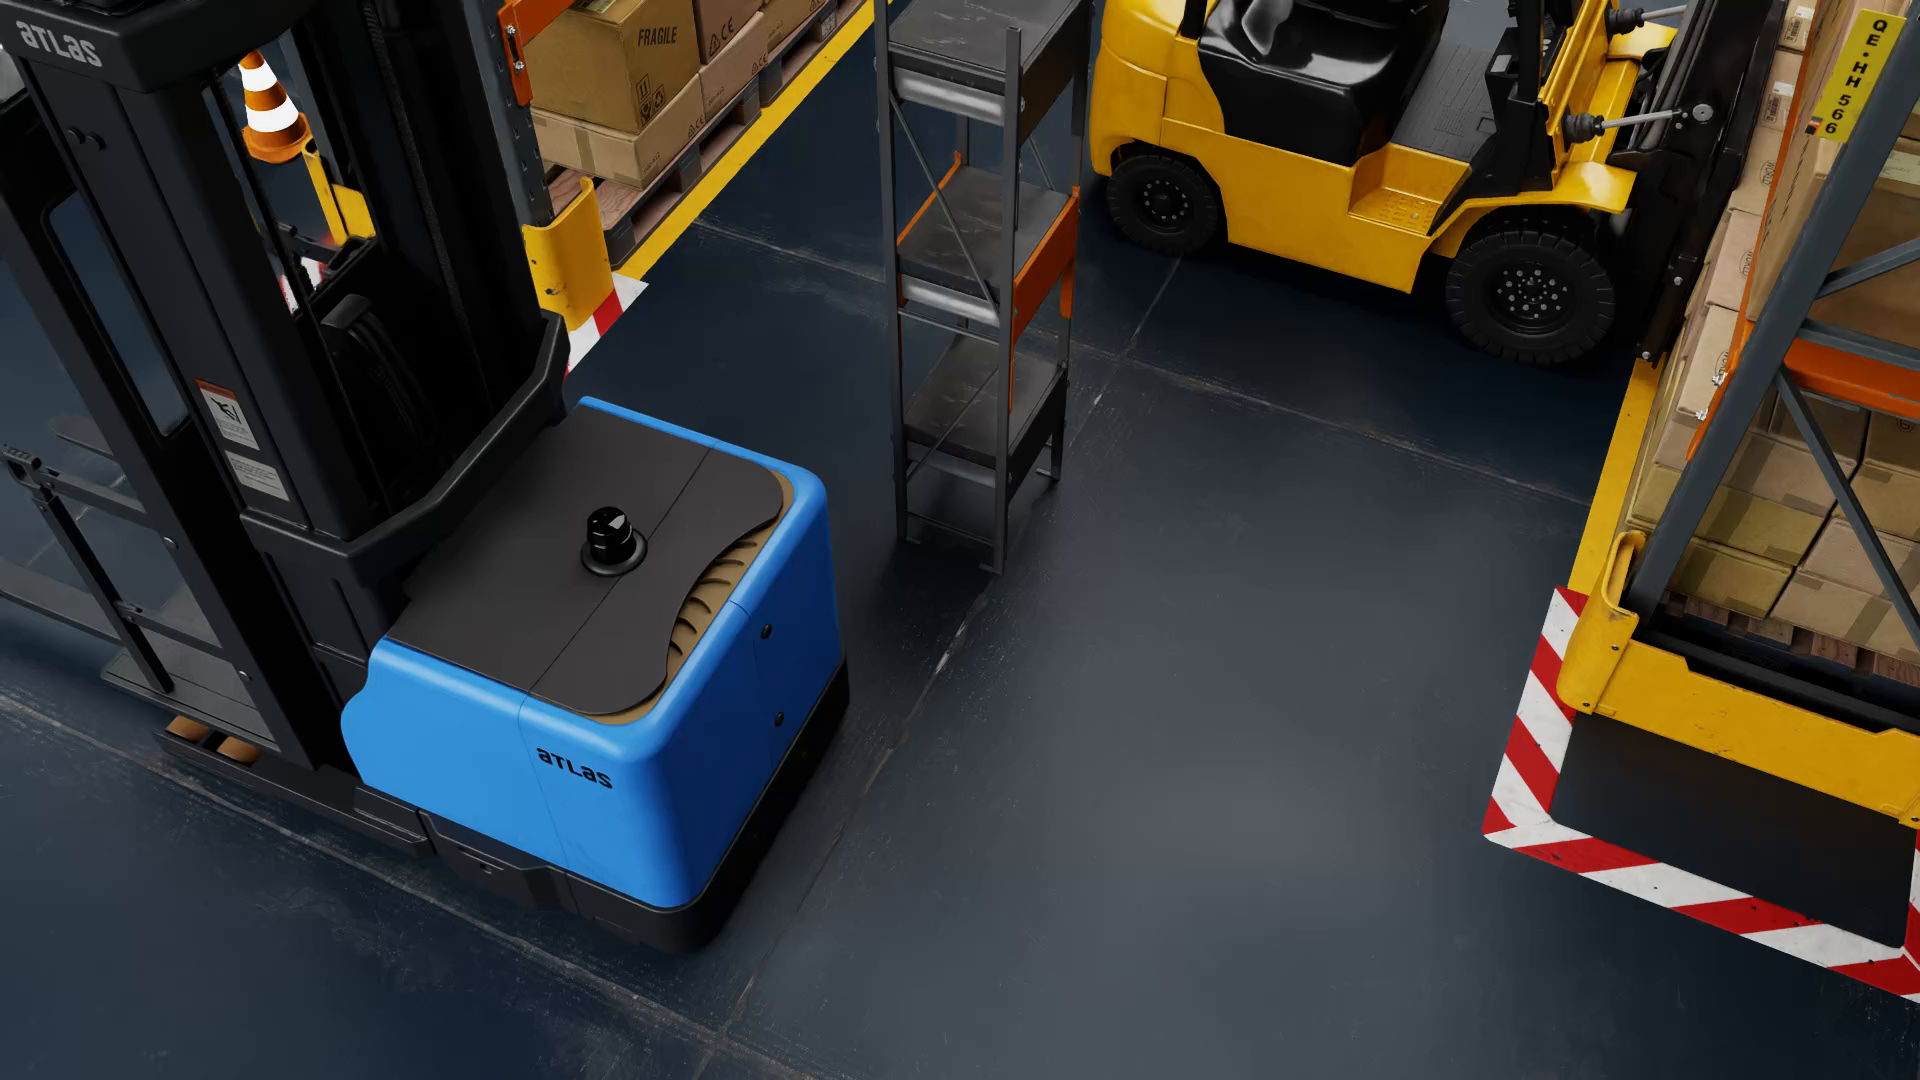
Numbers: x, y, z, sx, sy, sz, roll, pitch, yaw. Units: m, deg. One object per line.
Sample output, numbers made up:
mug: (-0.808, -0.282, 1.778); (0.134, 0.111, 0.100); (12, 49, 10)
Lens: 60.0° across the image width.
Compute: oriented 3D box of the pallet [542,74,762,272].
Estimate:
pallet: (-1.574, -1.712, 7.069); (1.003, 0.211, 1.213); (20, 52, 16)

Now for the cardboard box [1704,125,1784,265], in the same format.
cardboard box: (2.838, -1.095, 5.586); (0.500, 0.250, 0.500); (20, 53, 17)

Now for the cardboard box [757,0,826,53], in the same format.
cardboard box: (-0.944, -2.455, 7.399); (0.500, 0.250, 0.500); (23, 53, 18)

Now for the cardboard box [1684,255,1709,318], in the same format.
cardboard box: (2.855, -0.952, 5.792); (0.500, 0.250, 0.500); (19, 52, 15)

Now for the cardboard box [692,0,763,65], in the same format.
cardboard box: (-1.162, -2.347, 6.815); (0.500, 0.500, 0.500); (18, 52, 15)

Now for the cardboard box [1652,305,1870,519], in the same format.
cardboard box: (2.419, -0.391, 4.986); (0.500, 0.250, 0.500); (21, 53, 17)

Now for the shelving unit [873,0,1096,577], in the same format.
shelving unit: (0.071, -0.794, 5.047); (0.431, 2.100, 0.503); (20, 52, 16)

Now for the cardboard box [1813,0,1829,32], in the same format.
cardboard box: (3.130, -1.917, 5.346); (0.500, 0.500, 0.500); (20, 53, 16)

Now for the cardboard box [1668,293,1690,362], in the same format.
cardboard box: (2.862, -0.756, 5.953); (0.500, 0.250, 0.500); (20, 53, 16)

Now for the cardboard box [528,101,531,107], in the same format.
cardboard box: (-1.873, -1.922, 6.945); (0.500, 0.250, 0.500); (20, 52, 16)

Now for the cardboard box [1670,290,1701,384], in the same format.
cardboard box: (2.653, -0.589, 5.483); (0.500, 0.250, 0.500); (19, 52, 16)

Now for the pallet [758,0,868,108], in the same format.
pallet: (-1.052, -2.550, 7.781); (1.003, 0.211, 1.213); (20, 52, 16)

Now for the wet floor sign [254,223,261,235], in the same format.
wet floor sign: (-3.034, -1.470, 6.577); (0.232, 0.644, 0.267); (-37, 59, -27)

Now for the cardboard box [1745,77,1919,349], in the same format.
cardboard box: (2.477, -0.860, 4.447); (0.500, 0.500, 0.500); (19, 52, 15)

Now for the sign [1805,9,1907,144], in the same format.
sign: (2.019, -1.042, 3.751); (0.100, 0.325, 0.005); (20, 52, 16)

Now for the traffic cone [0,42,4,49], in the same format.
traffic cone: (-4.117, -2.037, 7.179); (0.336, 0.463, 0.334); (20, 52, 16)

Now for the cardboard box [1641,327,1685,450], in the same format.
cardboard box: (2.640, -0.414, 5.663); (0.500, 0.250, 0.500); (20, 52, 16)

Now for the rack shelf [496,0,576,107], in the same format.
rack shelf: (-1.131, -3.160, 6.942); (1.077, 0.370, 4.000); (20, 52, 16)

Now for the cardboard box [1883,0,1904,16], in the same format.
cardboard box: (2.631, -1.427, 4.307); (0.380, 0.149, 0.250); (21, 53, 17)

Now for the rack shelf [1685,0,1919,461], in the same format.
rack shelf: (3.358, -1.547, 5.570); (1.077, 0.370, 4.000); (20, 52, 16)

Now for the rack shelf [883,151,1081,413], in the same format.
rack shelf: (0.071, -0.786, 5.058); (0.431, 0.518, 0.480); (20, 52, 16)

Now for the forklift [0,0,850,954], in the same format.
forklift: (-1.909, -0.548, 4.292); (3.031, 2.935, 1.130); (19, 52, 15)

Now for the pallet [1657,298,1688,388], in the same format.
pallet: (3.315, -0.877, 6.358); (1.003, 0.211, 1.213); (20, 52, 16)

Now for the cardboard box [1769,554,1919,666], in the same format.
cardboard box: (2.890, 0.077, 5.245); (0.500, 0.250, 0.500); (20, 52, 16)

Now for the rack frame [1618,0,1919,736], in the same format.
rack frame: (2.504, -0.403, 4.124); (1.000, 3.000, 0.127); (20, 52, 16)

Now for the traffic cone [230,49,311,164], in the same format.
traffic cone: (-2.968, -1.910, 7.071); (0.336, 0.463, 0.334); (20, 52, 16)

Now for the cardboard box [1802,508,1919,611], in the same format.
cardboard box: (2.893, -0.067, 5.039); (0.500, 0.250, 0.500); (21, 53, 17)

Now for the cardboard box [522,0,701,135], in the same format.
cardboard box: (-1.381, -1.986, 6.508); (0.500, 0.500, 0.500); (18, 52, 15)

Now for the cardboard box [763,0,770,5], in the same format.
cardboard box: (-0.940, -2.690, 7.107); (0.500, 0.500, 0.500); (21, 53, 17)

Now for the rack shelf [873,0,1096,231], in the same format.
rack shelf: (0.071, -1.239, 4.525); (0.431, 0.518, 0.480); (20, 52, 16)

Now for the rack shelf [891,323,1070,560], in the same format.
rack shelf: (0.071, -0.332, 5.591); (0.431, 0.518, 0.480); (20, 52, 16)

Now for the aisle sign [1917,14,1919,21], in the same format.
aisle sign: (2.210, -1.296, 3.176); (0.394, 0.787, 0.004); (20, 52, 16)

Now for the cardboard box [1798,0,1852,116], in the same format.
cardboard box: (2.925, -1.567, 5.048); (0.500, 0.500, 0.500); (19, 52, 15)

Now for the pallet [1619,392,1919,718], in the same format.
pallet: (2.793, -0.040, 5.645); (1.003, 0.211, 1.213); (20, 52, 16)

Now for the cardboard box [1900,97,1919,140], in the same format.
cardboard box: (2.466, -1.058, 3.994); (0.380, 0.149, 0.250); (20, 52, 16)

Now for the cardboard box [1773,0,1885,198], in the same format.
cardboard box: (2.707, -1.214, 4.748); (0.500, 0.500, 0.500); (21, 53, 17)

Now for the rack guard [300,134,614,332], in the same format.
rack guard: (-1.953, -1.258, 6.492); (1.175, 0.500, 0.348); (20, 52, 16)

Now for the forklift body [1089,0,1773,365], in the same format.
forklift body: (1.664, -2.028, 6.063); (2.313, 2.155, 1.214); (20, 52, 16)

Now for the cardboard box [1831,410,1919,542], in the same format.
cardboard box: (2.880, -0.242, 4.859); (0.500, 0.250, 0.500); (19, 52, 16)

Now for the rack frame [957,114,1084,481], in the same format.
rack frame: (0.175, -0.962, 5.190); (0.400, 2.100, 0.015); (20, 52, 16)

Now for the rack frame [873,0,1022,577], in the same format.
rack frame: (-0.034, -0.626, 4.904); (0.400, 2.100, 0.015); (20, 52, 16)

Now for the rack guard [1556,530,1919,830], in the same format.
rack guard: (2.494, 0.423, 5.062); (1.175, 0.500, 0.348); (20, 52, 16)

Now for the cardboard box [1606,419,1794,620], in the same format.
cardboard box: (2.419, -0.075, 5.374); (0.500, 0.250, 0.500); (20, 53, 16)

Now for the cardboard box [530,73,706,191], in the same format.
cardboard box: (-1.391, -1.726, 6.779); (0.500, 0.250, 0.500); (19, 52, 16)

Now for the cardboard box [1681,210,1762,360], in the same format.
cardboard box: (2.631, -0.745, 5.287); (0.500, 0.250, 0.500); (21, 53, 17)

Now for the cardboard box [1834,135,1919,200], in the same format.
cardboard box: (2.399, -0.976, 4.119); (0.380, 0.149, 0.250); (21, 53, 17)

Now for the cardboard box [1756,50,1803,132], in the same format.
cardboard box: (3.061, -1.442, 5.880); (0.500, 0.250, 0.500); (19, 52, 15)

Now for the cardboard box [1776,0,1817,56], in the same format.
cardboard box: (3.293, -1.801, 6.186); (0.500, 0.250, 0.500); (21, 53, 17)

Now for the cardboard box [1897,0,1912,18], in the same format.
cardboard box: (2.544, -1.238, 4.147); (0.380, 0.149, 0.250); (20, 52, 16)

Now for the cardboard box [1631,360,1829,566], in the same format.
cardboard box: (2.429, -0.247, 5.192); (0.500, 0.250, 0.500); (19, 52, 16)

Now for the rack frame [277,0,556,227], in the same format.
rack frame: (-1.986, -2.016, 5.496); (1.000, 3.000, 0.127); (20, 52, 16)

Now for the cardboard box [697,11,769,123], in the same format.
cardboard box: (-1.166, -2.075, 7.076); (0.500, 0.250, 0.500); (22, 53, 17)
